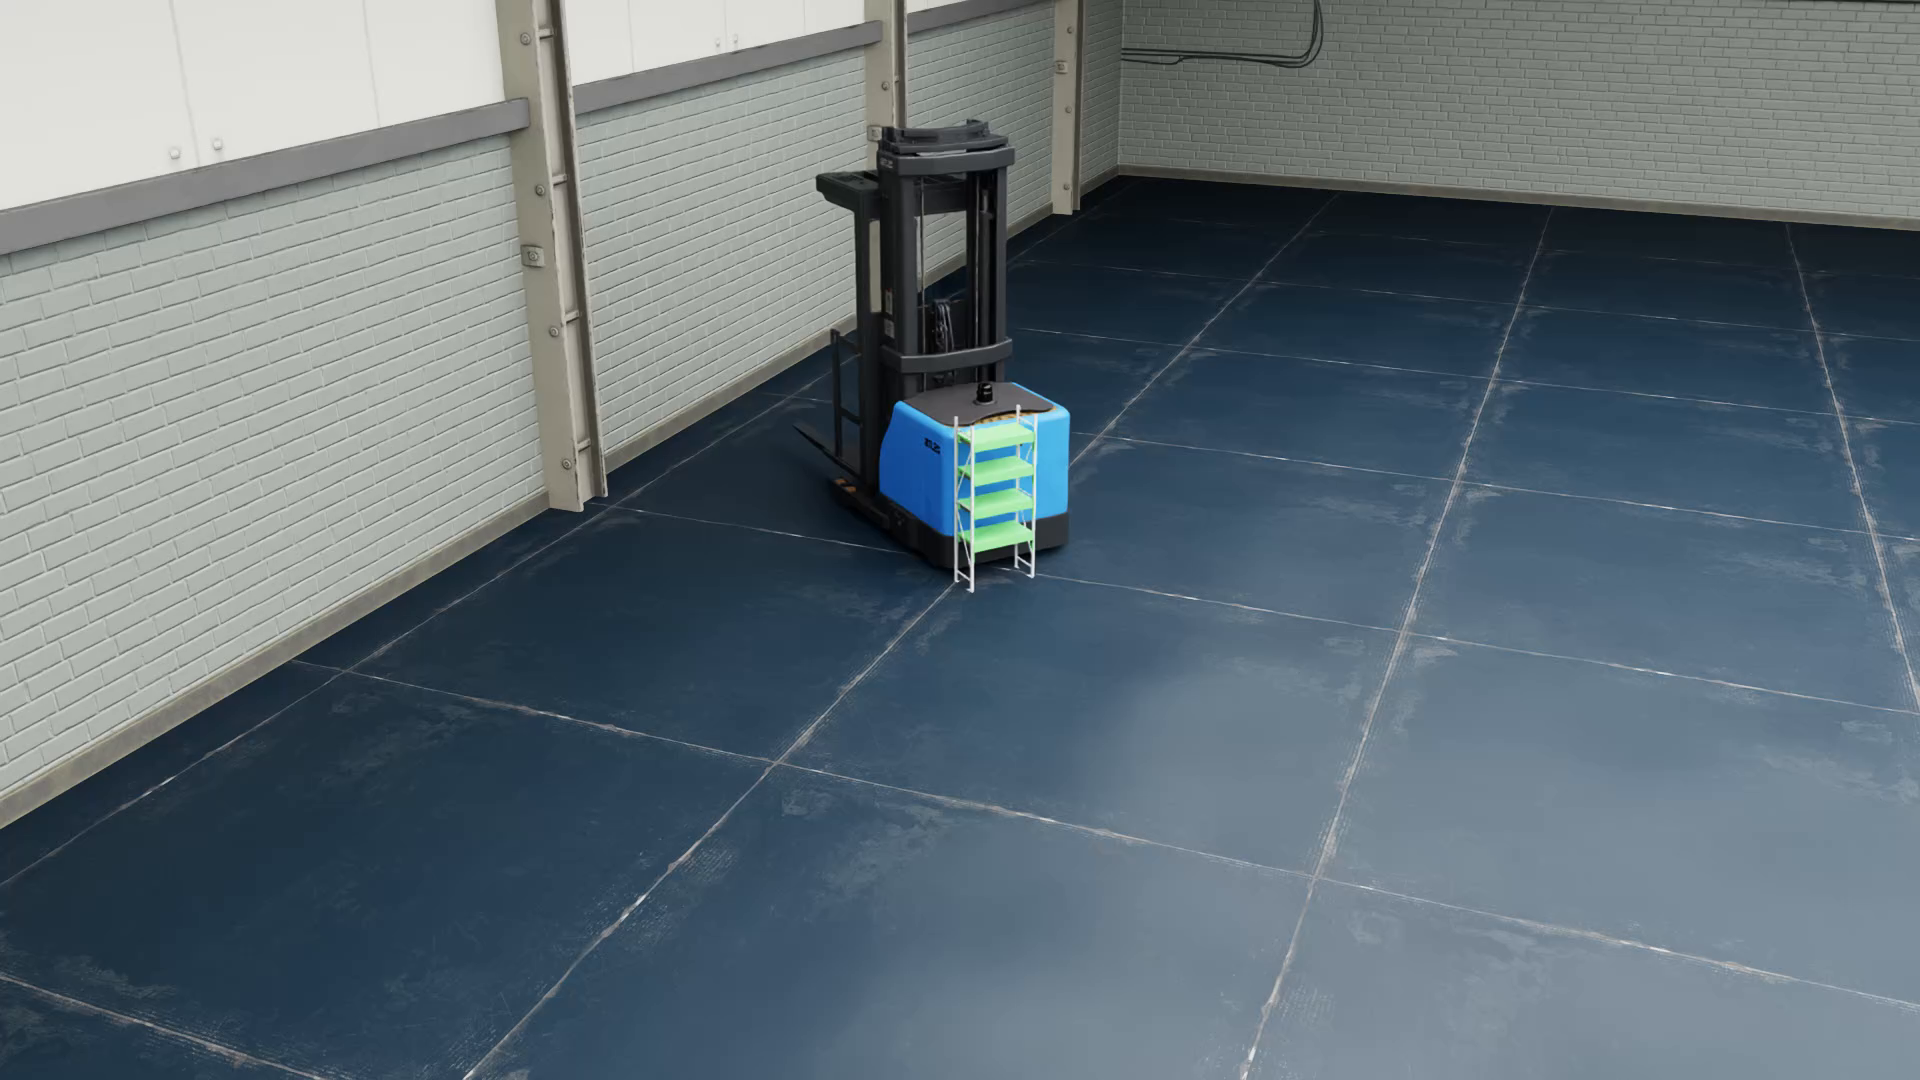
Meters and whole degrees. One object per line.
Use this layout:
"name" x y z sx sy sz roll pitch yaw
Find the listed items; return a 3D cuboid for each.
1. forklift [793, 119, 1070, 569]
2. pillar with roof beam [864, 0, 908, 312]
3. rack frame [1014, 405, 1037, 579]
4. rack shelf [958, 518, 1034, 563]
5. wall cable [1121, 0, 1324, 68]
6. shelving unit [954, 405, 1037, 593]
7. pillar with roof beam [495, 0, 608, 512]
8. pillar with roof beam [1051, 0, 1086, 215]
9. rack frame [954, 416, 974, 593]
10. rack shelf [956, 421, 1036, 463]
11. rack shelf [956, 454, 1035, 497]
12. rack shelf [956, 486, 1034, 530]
"forklift" -0.375 -1.678 12.466 1.130 2.935 3.031 -12 26 -27
"pillar with roof beam" 3.240 -5.989 14.912 9.100 9.000 0.400 9 24 20
"rack frame" 0.452 -0.324 11.467 0.015 1.200 0.240 -12 26 -27
"rack shelf" 0.239 0.003 11.474 0.480 0.148 0.258 -12 26 -27
"wall cable" 3.793 -8.184 24.197 3.097 2.526 0.112 9 24 20
"shelving unit" 0.239 -0.277 11.357 0.503 1.200 0.258 -12 26 -27
"pillar with roof beam" 1.011 -3.842 9.772 9.100 9.000 0.400 9 24 20
"pillar with roof beam" 5.468 -8.136 20.052 9.100 9.000 0.400 9 24 20
"rack frame" 0.027 -0.231 11.246 0.015 1.200 0.240 -12 26 -27
"rack shelf" 0.239 -0.661 11.196 0.480 0.148 0.258 -12 26 -27
"rack shelf" 0.239 -0.440 11.289 0.480 0.148 0.258 -12 26 -27
"rack shelf" 0.239 -0.218 11.381 0.480 0.148 0.258 -12 26 -27
